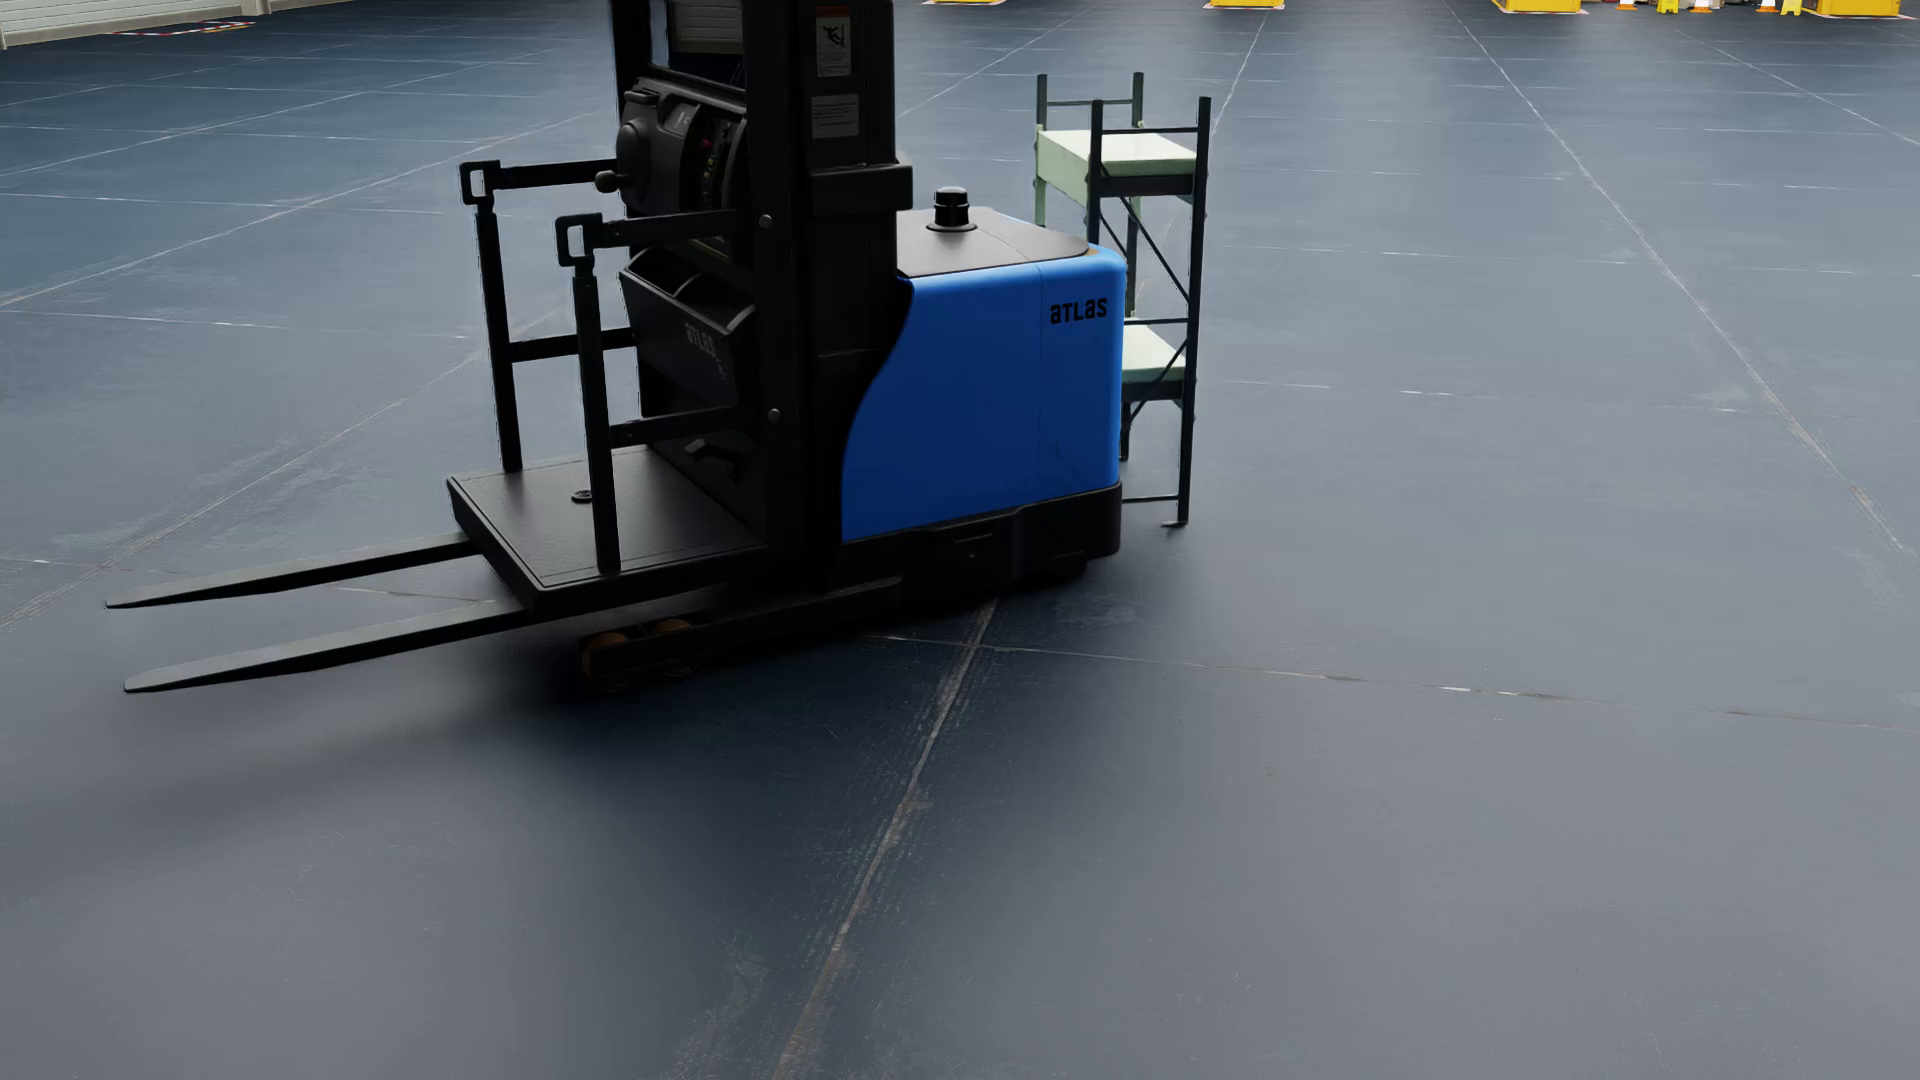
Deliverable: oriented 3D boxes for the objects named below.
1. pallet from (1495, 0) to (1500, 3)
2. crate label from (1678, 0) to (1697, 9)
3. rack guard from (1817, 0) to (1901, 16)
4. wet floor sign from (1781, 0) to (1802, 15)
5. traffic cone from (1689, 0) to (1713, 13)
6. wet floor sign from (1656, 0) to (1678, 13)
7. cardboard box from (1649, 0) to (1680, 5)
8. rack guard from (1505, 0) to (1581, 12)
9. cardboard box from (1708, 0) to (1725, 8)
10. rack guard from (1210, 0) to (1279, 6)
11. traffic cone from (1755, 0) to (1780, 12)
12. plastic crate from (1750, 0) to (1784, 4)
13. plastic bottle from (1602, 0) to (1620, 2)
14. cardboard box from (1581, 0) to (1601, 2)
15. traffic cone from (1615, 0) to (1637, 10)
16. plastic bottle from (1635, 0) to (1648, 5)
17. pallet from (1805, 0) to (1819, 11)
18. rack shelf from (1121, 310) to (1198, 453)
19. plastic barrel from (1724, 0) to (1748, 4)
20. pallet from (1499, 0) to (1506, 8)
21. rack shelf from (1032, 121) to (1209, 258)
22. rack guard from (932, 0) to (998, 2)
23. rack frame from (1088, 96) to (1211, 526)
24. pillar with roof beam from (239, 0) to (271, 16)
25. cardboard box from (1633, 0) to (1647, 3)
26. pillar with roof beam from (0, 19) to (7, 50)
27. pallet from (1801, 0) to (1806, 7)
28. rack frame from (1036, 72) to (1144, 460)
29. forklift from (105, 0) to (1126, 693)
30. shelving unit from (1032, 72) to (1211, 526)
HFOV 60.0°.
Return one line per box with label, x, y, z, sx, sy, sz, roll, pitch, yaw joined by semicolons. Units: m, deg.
pallet;10.137;-9.759;29.803;1.003;0.211;1.213;4;22;11
crate label;12.434;-9.149;28.388;0.250;0.136;0.298;-7;23;-17
rack guard;14.681;-8.837;27.127;1.175;0.500;0.348;4;22;11
wet floor sign;13.580;-8.889;27.061;0.267;0.644;0.232;13;25;29
traffic cone;12.335;-9.008;27.601;0.336;0.463;0.334;4;22;11
wet floor sign;11.732;-9.056;27.475;0.267;0.644;0.232;1;22;2
cardboard box;12.546;-9.646;29.132;0.797;0.503;0.637;-11;25;-26
rack guard;9.794;-9.141;27.882;1.175;0.500;0.348;4;22;11
cardboard box;12.956;-9.280;28.696;0.380;0.149;0.250;18;28;38
rack guard;4.980;-9.593;29.003;1.175;0.500;0.348;4;22;11
traffic cone;13.491;-9.048;27.700;0.336;0.463;0.334;4;22;11
plastic crate;14.359;-9.566;29.499;0.402;0.080;0.583;-3;22;-8
plastic bottle;11.641;-9.642;29.713;0.283;0.061;0.133;-3;22;-8
cardboard box;11.303;-9.968;29.931;0.500;0.500;0.500;8;23;20
traffic cone;11.298;-9.219;28.124;0.336;0.463;0.334;4;22;11
plastic bottle;11.996;-9.475;29.299;0.133;0.061;0.283;-3;22;-8
pallet;14.882;-8.998;27.912;1.003;0.211;1.213;4;22;11
rack shelf;0.550;-0.573;6.140;0.431;0.370;0.720;-4;22;-11
plastic barrel;13.605;-9.645;29.235;0.421;0.421;0.512;-16;27;-35
pallet;9.886;-9.314;28.698;1.003;0.211;1.213;4;22;11
rack shelf;0.550;-1.237;5.873;0.431;0.370;0.720;-4;22;-11
rack guard;0.085;-9.974;29.949;1.175;0.500;0.348;4;22;11
rack frame;0.623;-0.741;5.686;0.400;1.500;0.023;-4;22;-11
pillar with roof beam;-7.297;-12.439;24.695;9.100;9.000;0.400;4;22;11
cardboard box;12.068;-9.735;29.670;0.396;0.266;0.258;8;23;20
pillar with roof beam;-8.521;-10.245;19.247;9.100;9.000;0.400;4;22;11
pallet;15.133;-9.443;29.017;1.003;0.211;1.213;4;22;11
rack frame;0.477;-1.009;6.351;0.400;1.500;0.023;-4;22;-11
forklift;-0.999;-1.149;4.782;3.031;2.935;1.130;-12;25;-27
shelving unit;0.550;-0.875;6.019;0.431;1.500;0.755;-4;22;-11
